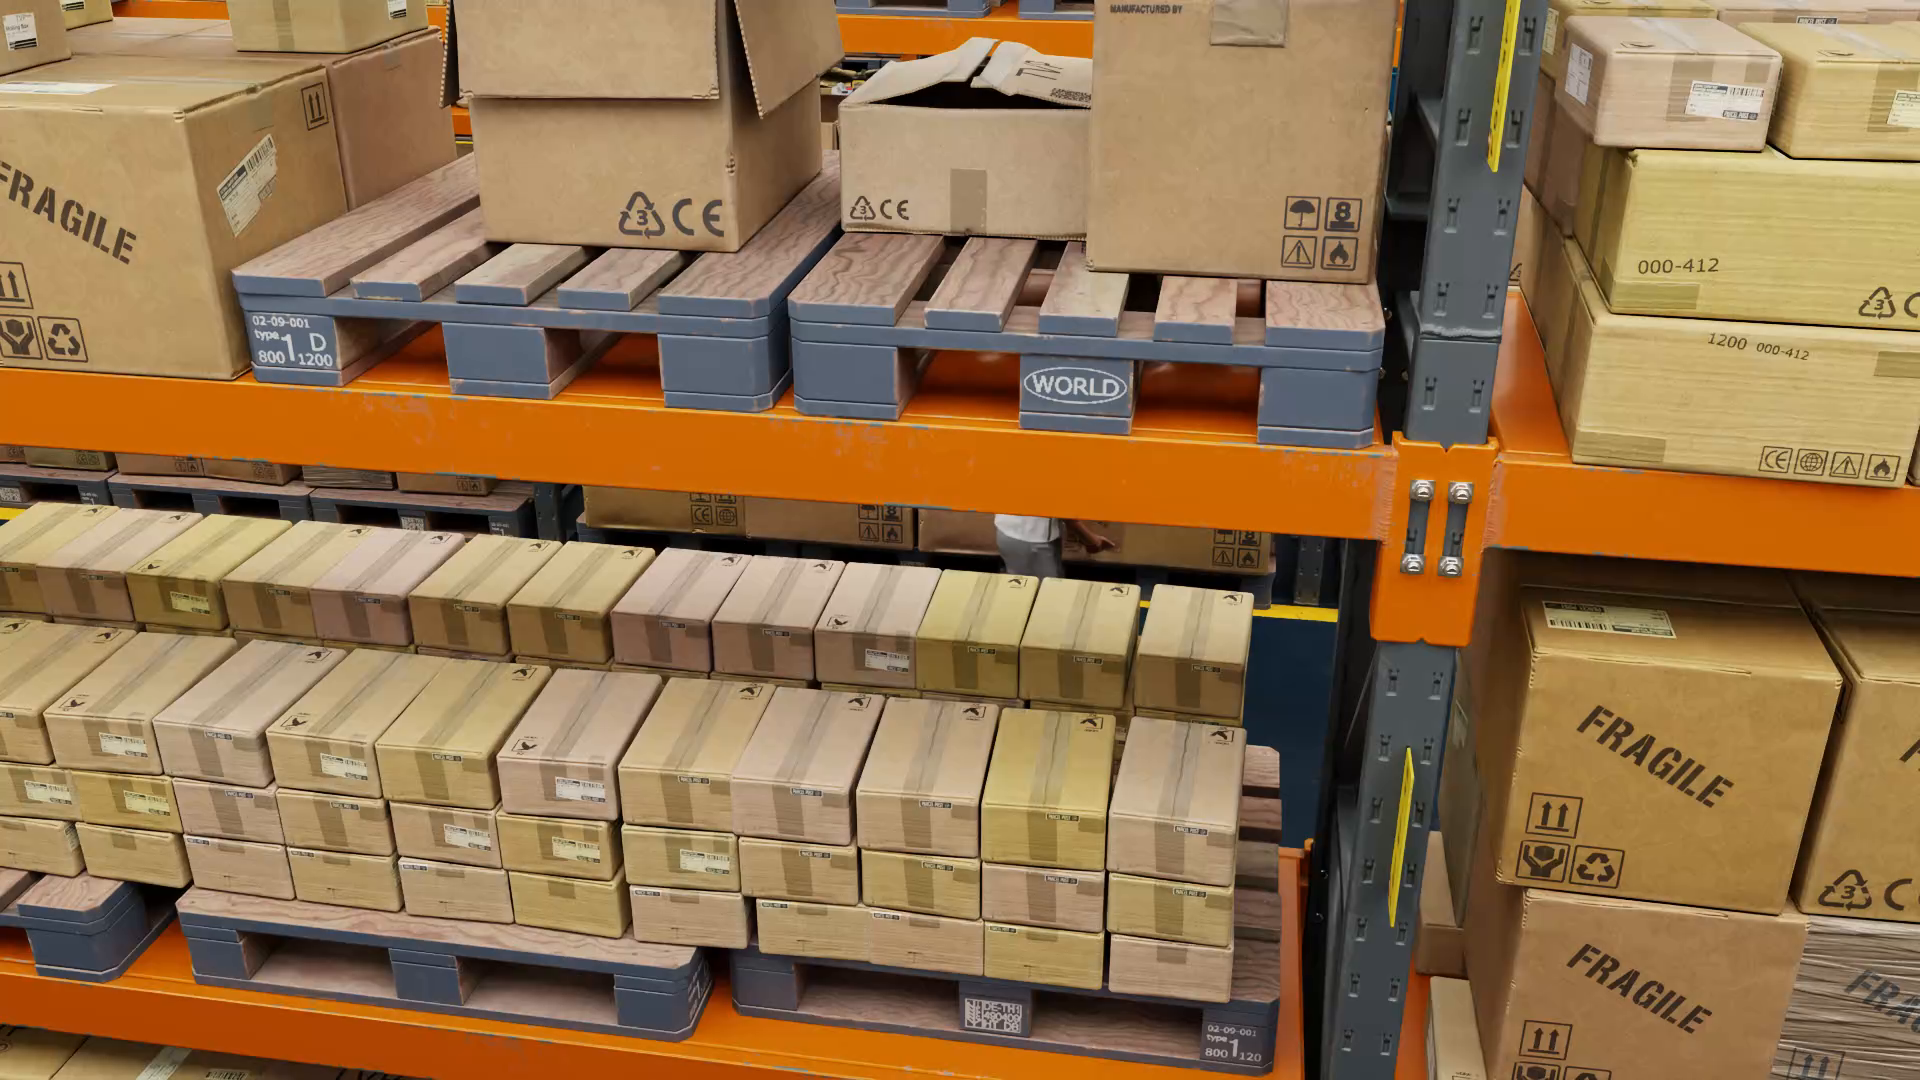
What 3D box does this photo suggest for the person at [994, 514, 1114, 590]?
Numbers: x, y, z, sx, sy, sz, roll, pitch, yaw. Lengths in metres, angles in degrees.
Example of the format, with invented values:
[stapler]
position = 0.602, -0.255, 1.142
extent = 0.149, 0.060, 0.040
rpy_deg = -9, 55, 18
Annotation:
[person]
position = 0.412, -0.035, 7.160
extent = 0.523, 1.691, 0.423
rpy_deg = 4, 25, 8
